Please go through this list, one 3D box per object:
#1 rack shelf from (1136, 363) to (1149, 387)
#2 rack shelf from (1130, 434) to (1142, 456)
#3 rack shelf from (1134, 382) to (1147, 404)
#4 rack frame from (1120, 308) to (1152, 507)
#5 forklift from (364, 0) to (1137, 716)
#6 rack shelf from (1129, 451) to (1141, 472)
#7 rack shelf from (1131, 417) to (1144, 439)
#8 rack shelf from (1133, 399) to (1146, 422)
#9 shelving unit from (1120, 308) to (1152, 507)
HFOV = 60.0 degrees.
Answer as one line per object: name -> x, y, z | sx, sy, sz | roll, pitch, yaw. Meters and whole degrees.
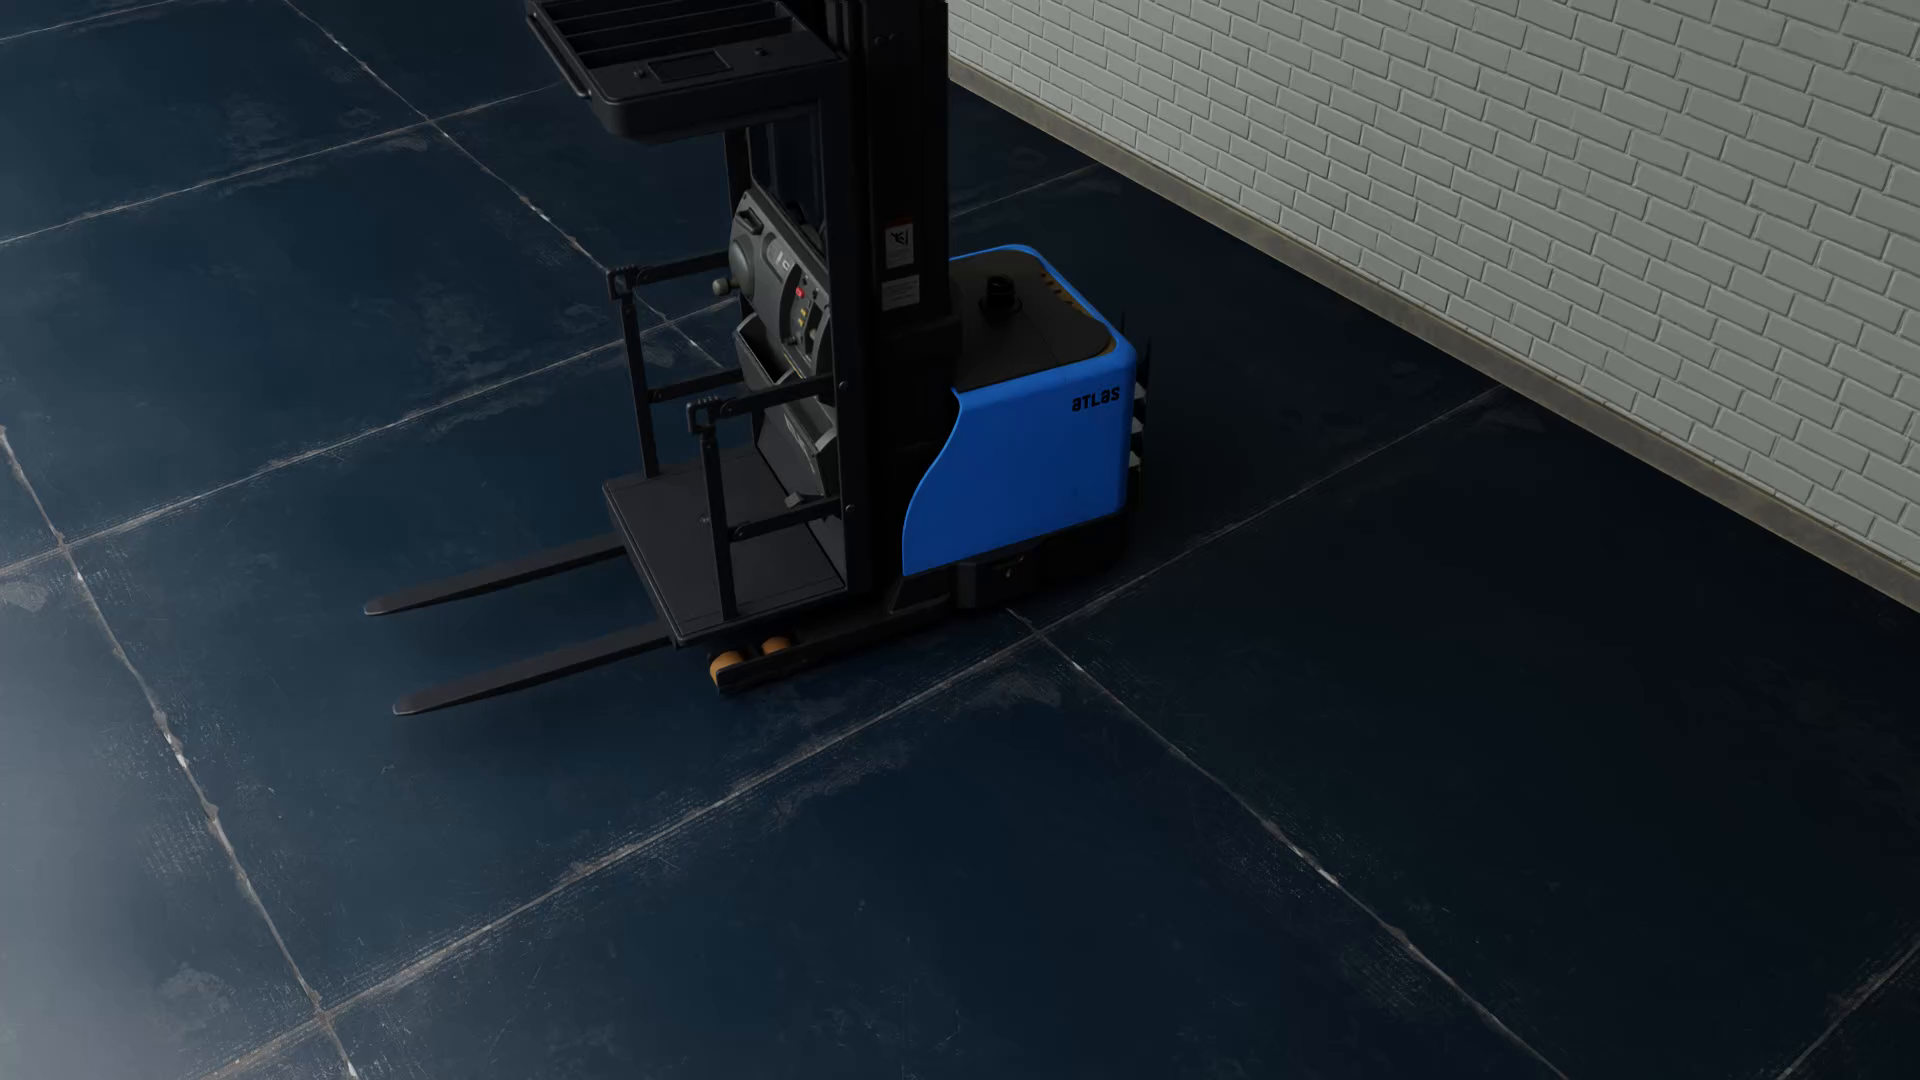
rack shelf -> 0.647, -0.721, 7.046 | 0.200, 0.077, 0.258 | -17, 42, -19
rack shelf -> 0.647, -0.442, 7.274 | 0.200, 0.077, 0.258 | -17, 42, -19
rack shelf -> 0.647, -0.651, 7.103 | 0.200, 0.077, 0.258 | -17, 42, -19
rack frame -> 0.739, -0.565, 7.229 | 0.006, 0.900, 0.240 | -17, 42, -19
forklift -> -0.849, -0.917, 6.057 | 3.031, 2.935, 1.130 | -17, 42, -19
rack shelf -> 0.647, -0.373, 7.331 | 0.200, 0.077, 0.258 | -17, 42, -19
rack shelf -> 0.647, -0.512, 7.217 | 0.200, 0.077, 0.258 | -17, 42, -19
rack shelf -> 0.647, -0.581, 7.160 | 0.200, 0.077, 0.258 | -17, 42, -19
shelving unit -> 0.647, -0.538, 7.196 | 0.210, 0.900, 0.258 | -17, 42, -19
